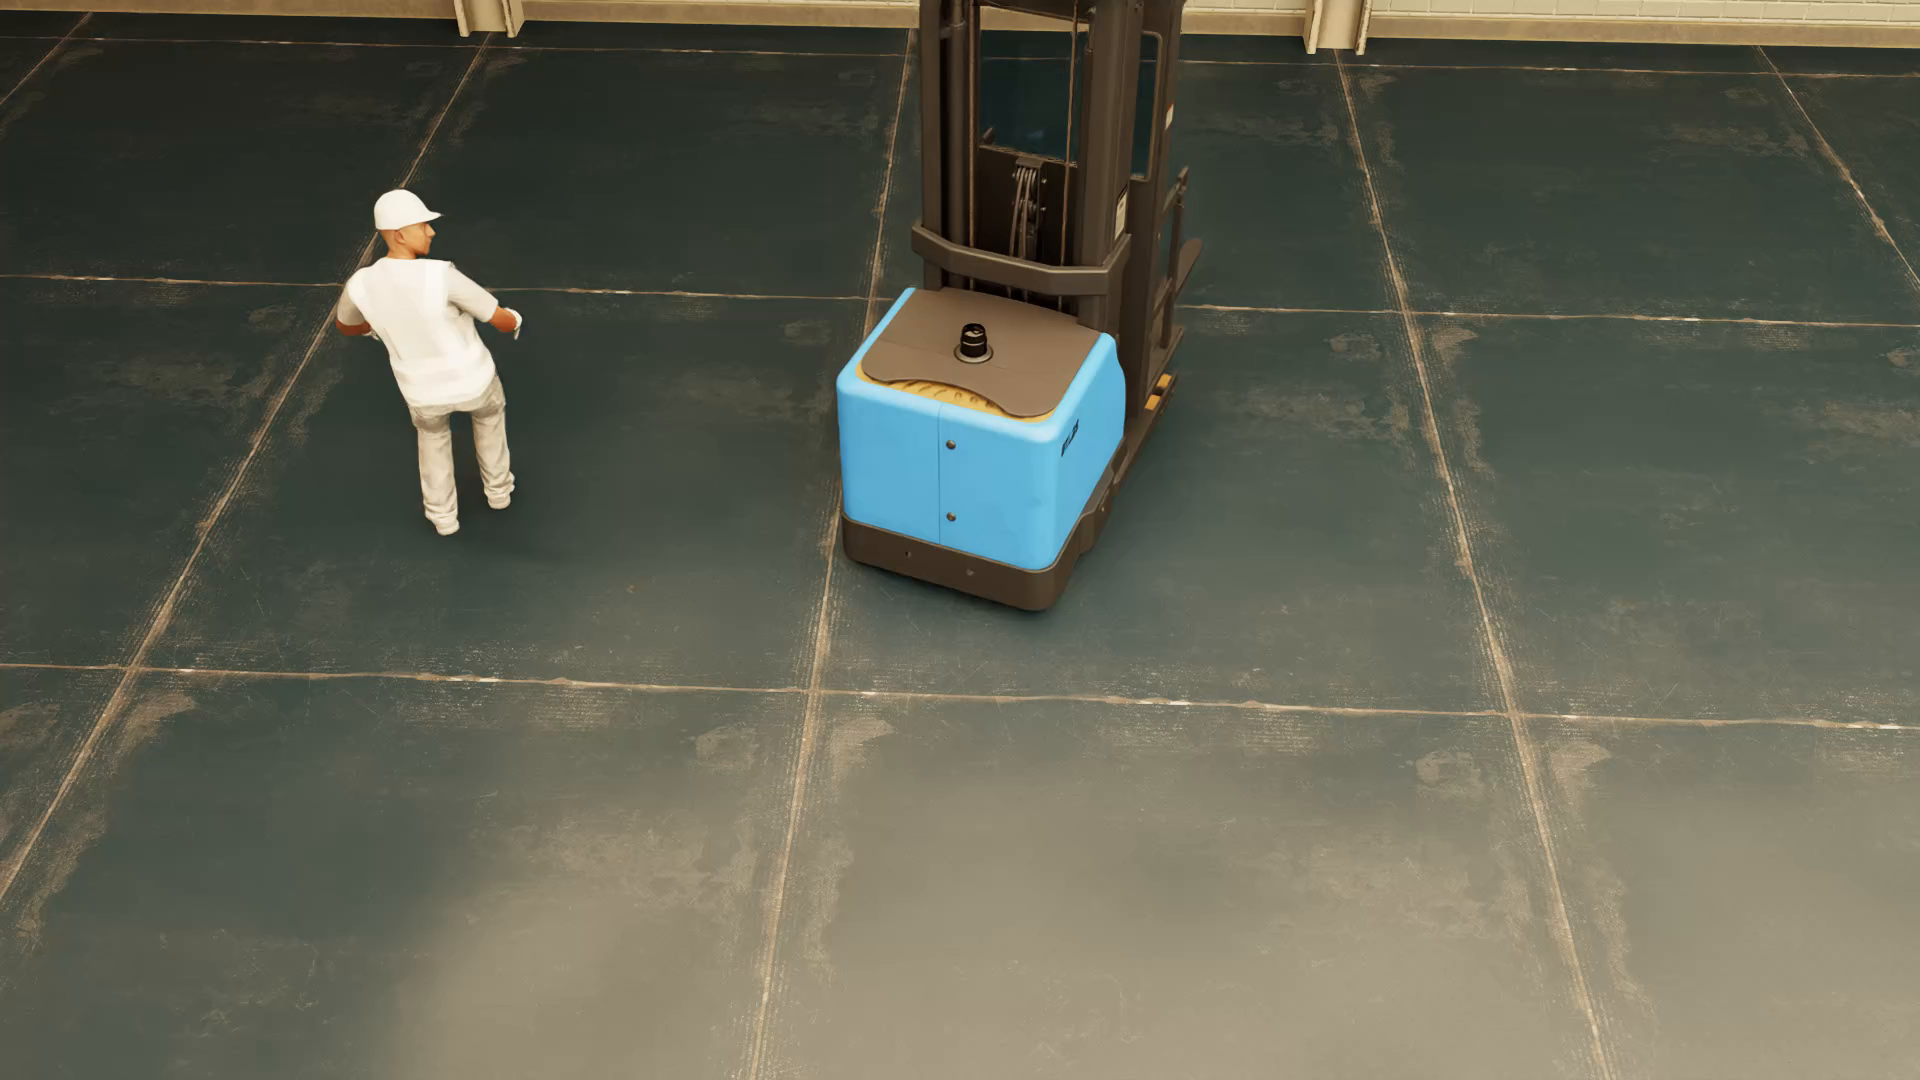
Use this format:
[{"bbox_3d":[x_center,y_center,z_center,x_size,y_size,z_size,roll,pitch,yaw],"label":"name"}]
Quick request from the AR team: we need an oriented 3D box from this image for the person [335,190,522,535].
[{"bbox_3d":[-2.360,-0.806,7.556,0.809,1.726,0.624,-2,42,-2],"label":"person"}]

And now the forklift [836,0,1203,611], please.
[{"bbox_3d":[0.487,-1.767,7.678,1.130,2.935,3.031,16,45,16],"label":"forklift"}]
